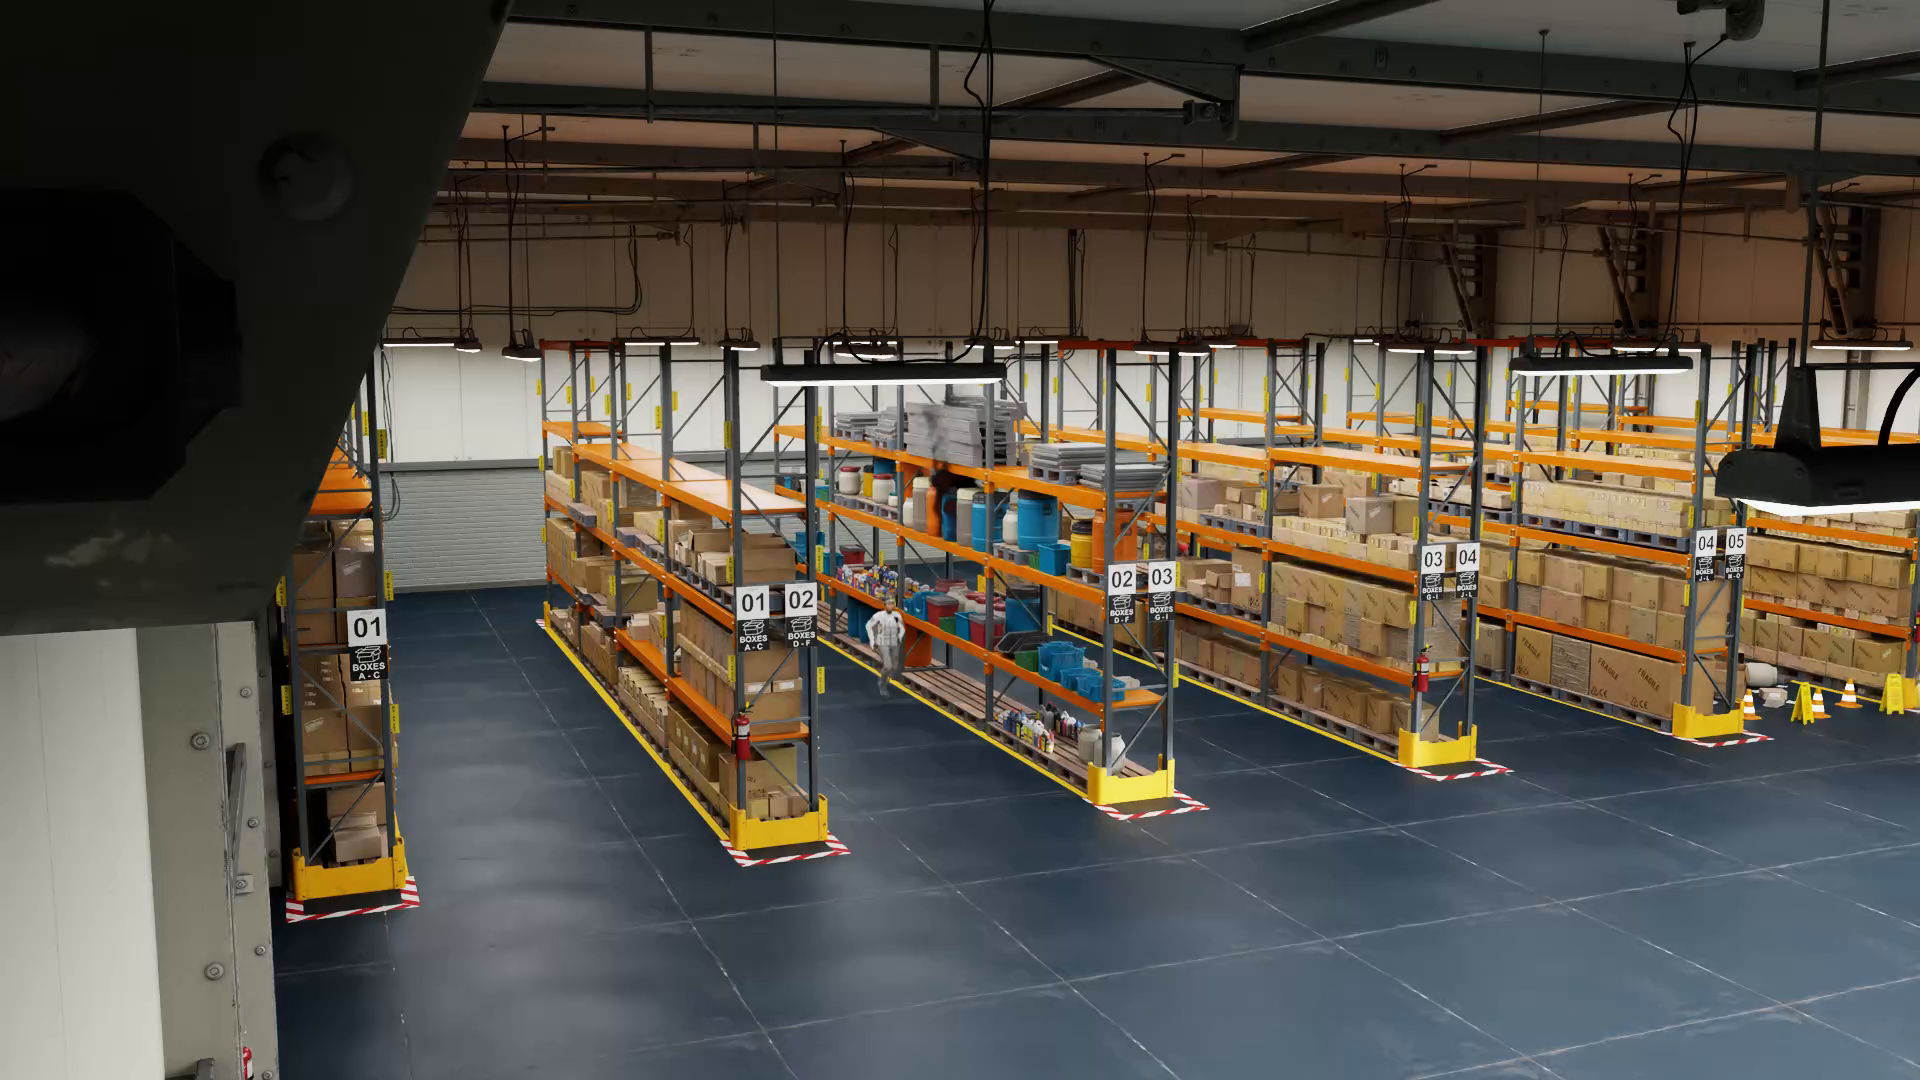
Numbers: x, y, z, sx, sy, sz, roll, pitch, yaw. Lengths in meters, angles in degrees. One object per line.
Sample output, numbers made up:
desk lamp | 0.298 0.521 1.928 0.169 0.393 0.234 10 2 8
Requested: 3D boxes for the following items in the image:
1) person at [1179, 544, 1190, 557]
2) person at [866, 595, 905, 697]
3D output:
person | 4.647 0.953 34.768 0.666 1.750 0.625 -5 9 -31
person | -1.163 1.722 26.924 0.583 1.690 0.695 -4 8 -28
